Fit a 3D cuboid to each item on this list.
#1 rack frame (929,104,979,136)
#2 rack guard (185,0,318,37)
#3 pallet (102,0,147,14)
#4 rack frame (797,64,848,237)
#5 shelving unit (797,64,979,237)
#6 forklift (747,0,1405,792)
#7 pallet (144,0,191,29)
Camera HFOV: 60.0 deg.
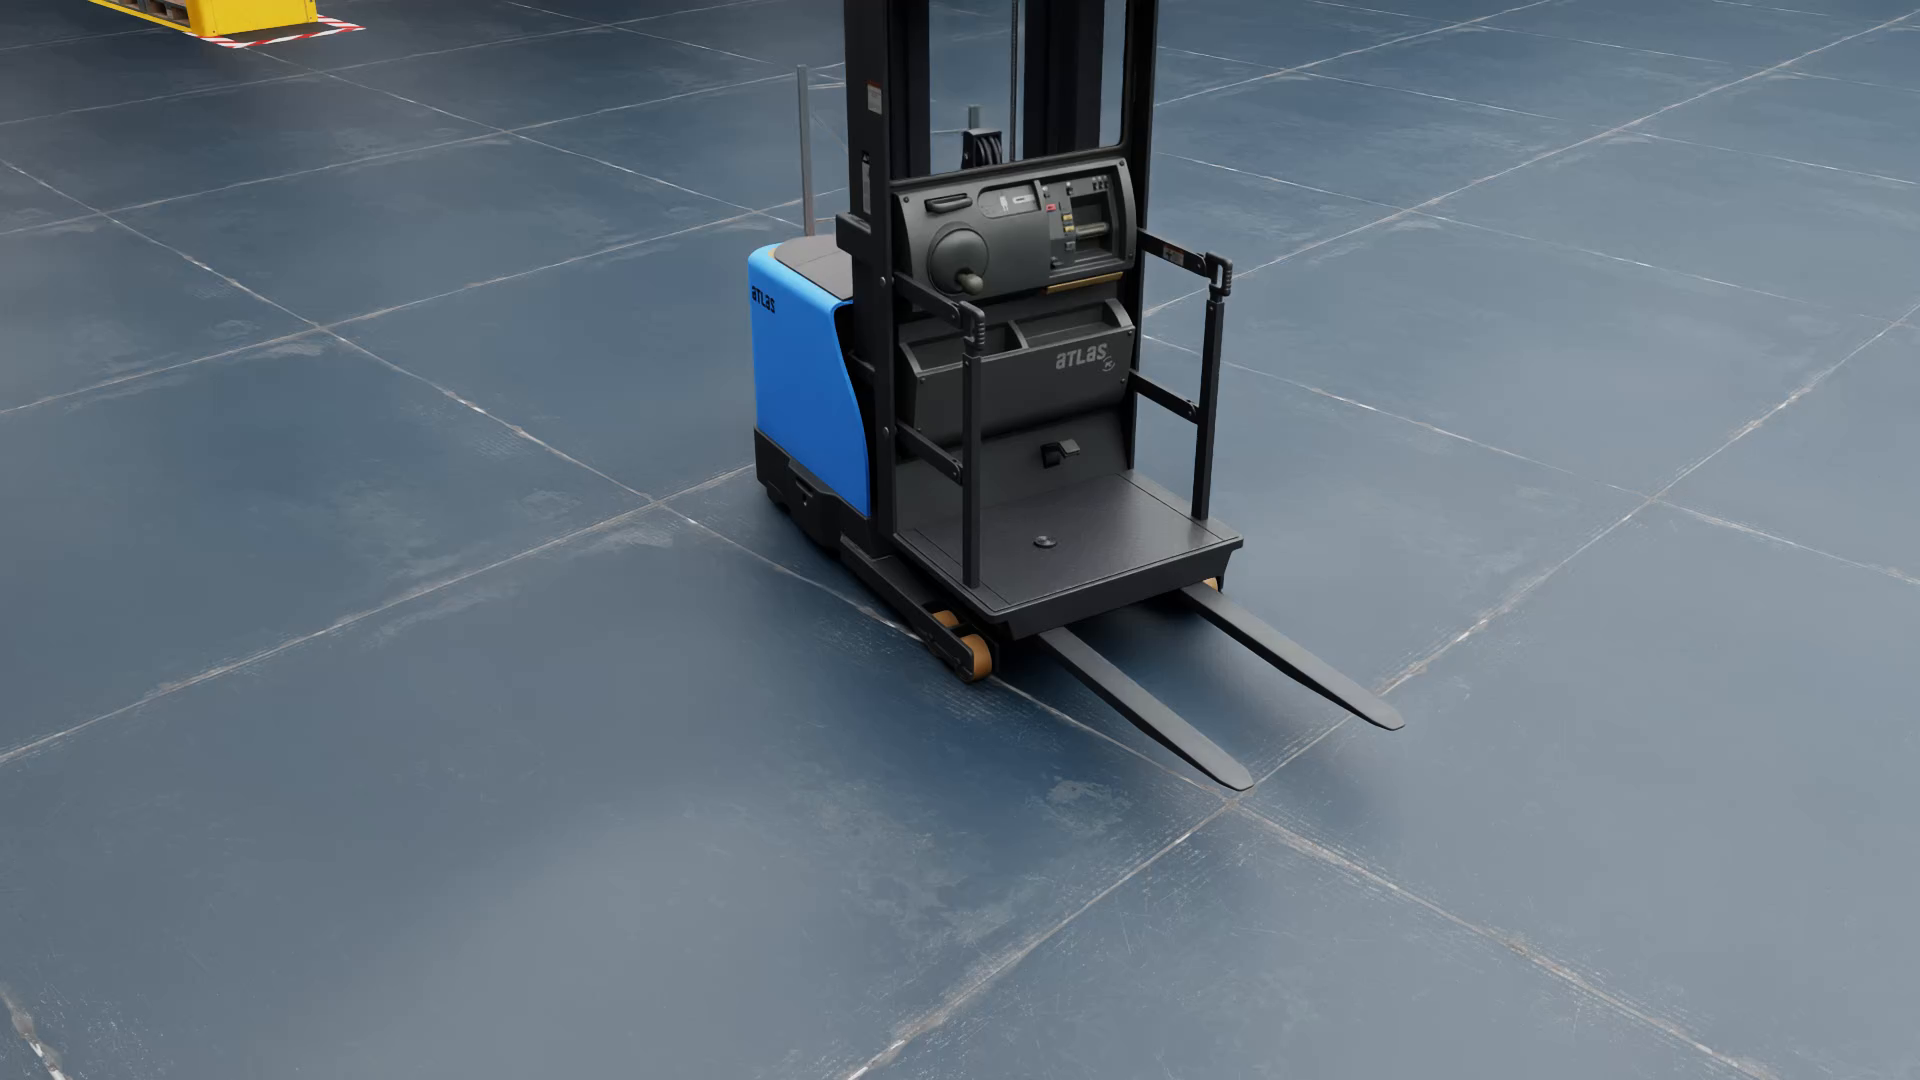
[{"bbox_3d":[-0.158,-1.134,7.295,0.500,1.500,0.032,-10,29,-18],"label":"rack frame"},{"bbox_3d":[-6.921,-5.268,16.231,0.348,0.500,1.175,25,36,38],"label":"rack guard"},{"bbox_3d":[-8.362,-5.805,17.563,1.213,0.211,1.003,25,36,38],"label":"pallet"},{"bbox_3d":[-0.519,-1.576,8.136,0.500,1.500,0.032,-10,29,-18],"label":"rack frame"},{"bbox_3d":[-0.342,-1.359,7.723,0.587,1.500,1.083,-10,29,-18],"label":"shelving unit"},{"bbox_3d":[0.323,-1.048,5.594,1.130,2.935,3.031,-16,32,-27],"label":"forklift"},{"bbox_3d":[-7.496,-5.407,16.806,1.213,0.211,1.003,25,36,38],"label":"pallet"}]
